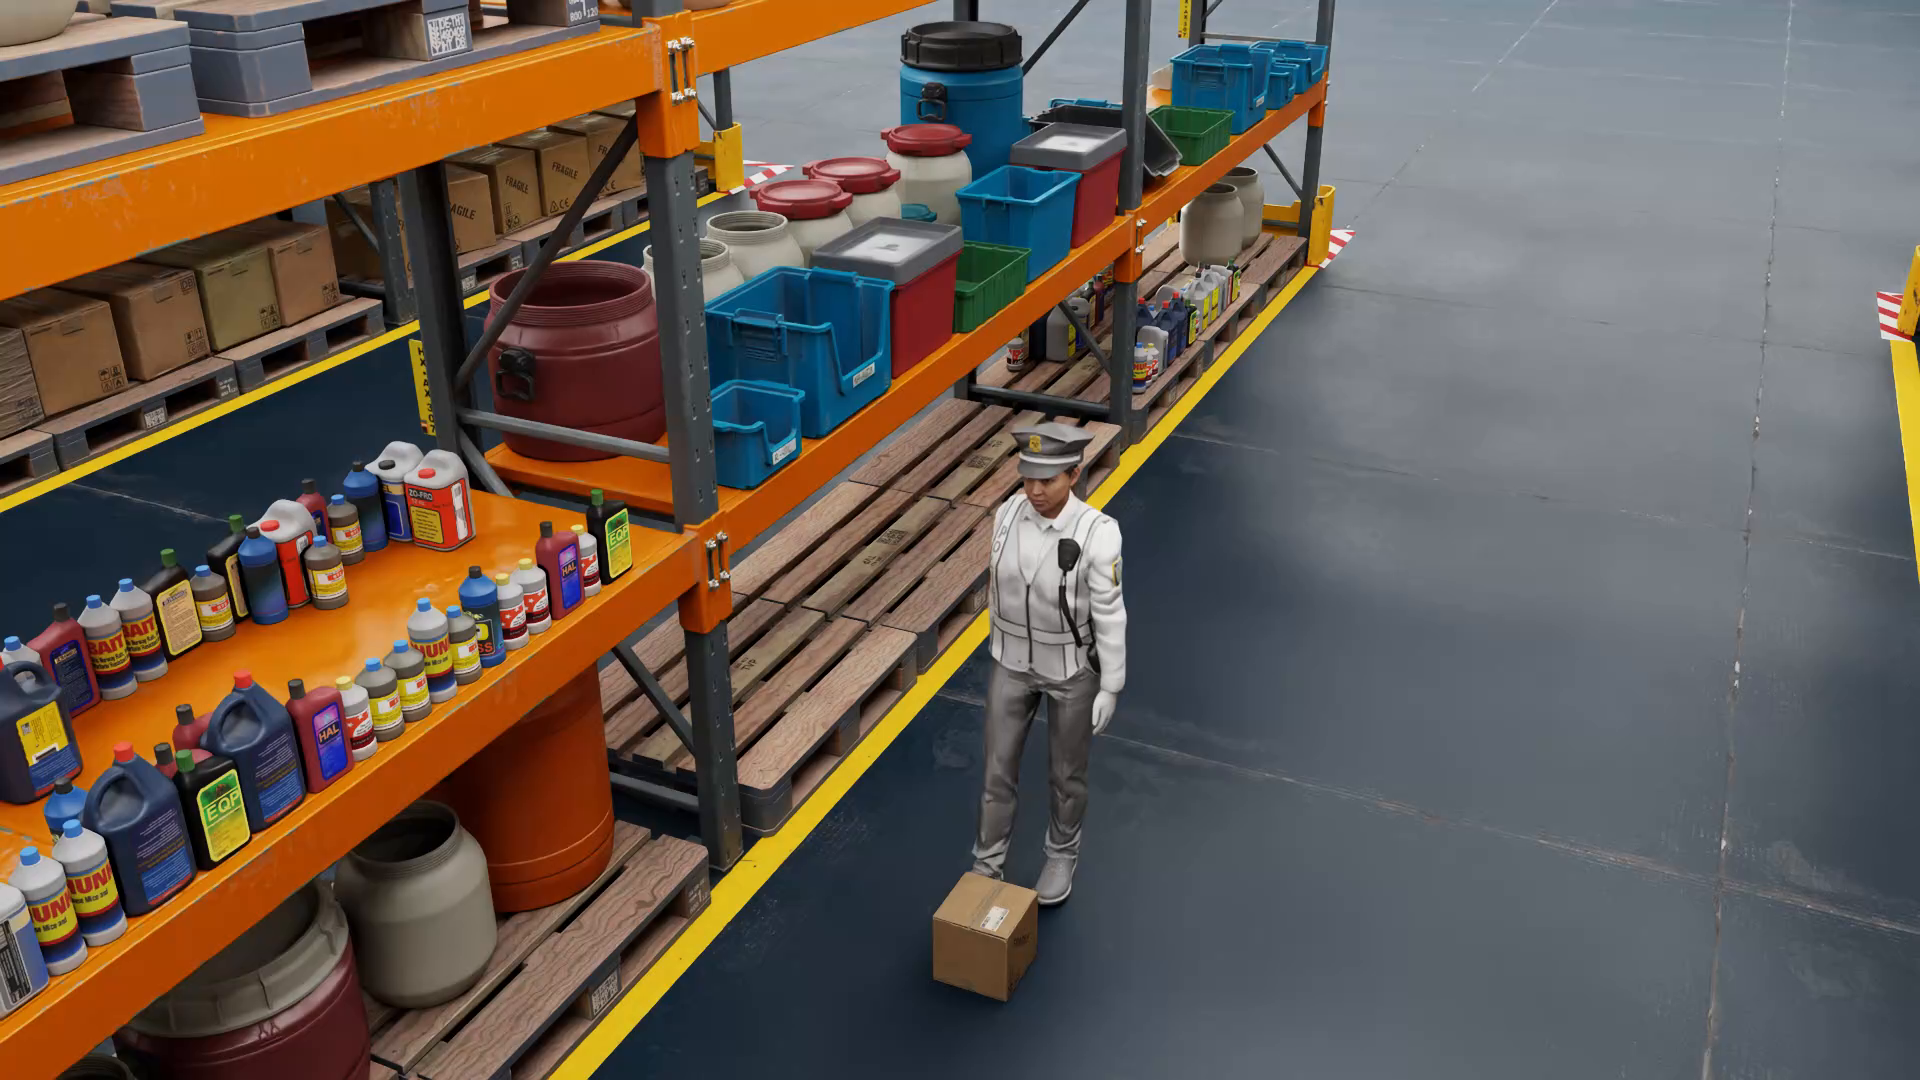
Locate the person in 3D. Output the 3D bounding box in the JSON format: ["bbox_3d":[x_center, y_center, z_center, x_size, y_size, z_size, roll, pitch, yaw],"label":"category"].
[{"bbox_3d":[0.274,0.425,5.234,0.476,1.678,0.391,12,29,23],"label":"person"}]
